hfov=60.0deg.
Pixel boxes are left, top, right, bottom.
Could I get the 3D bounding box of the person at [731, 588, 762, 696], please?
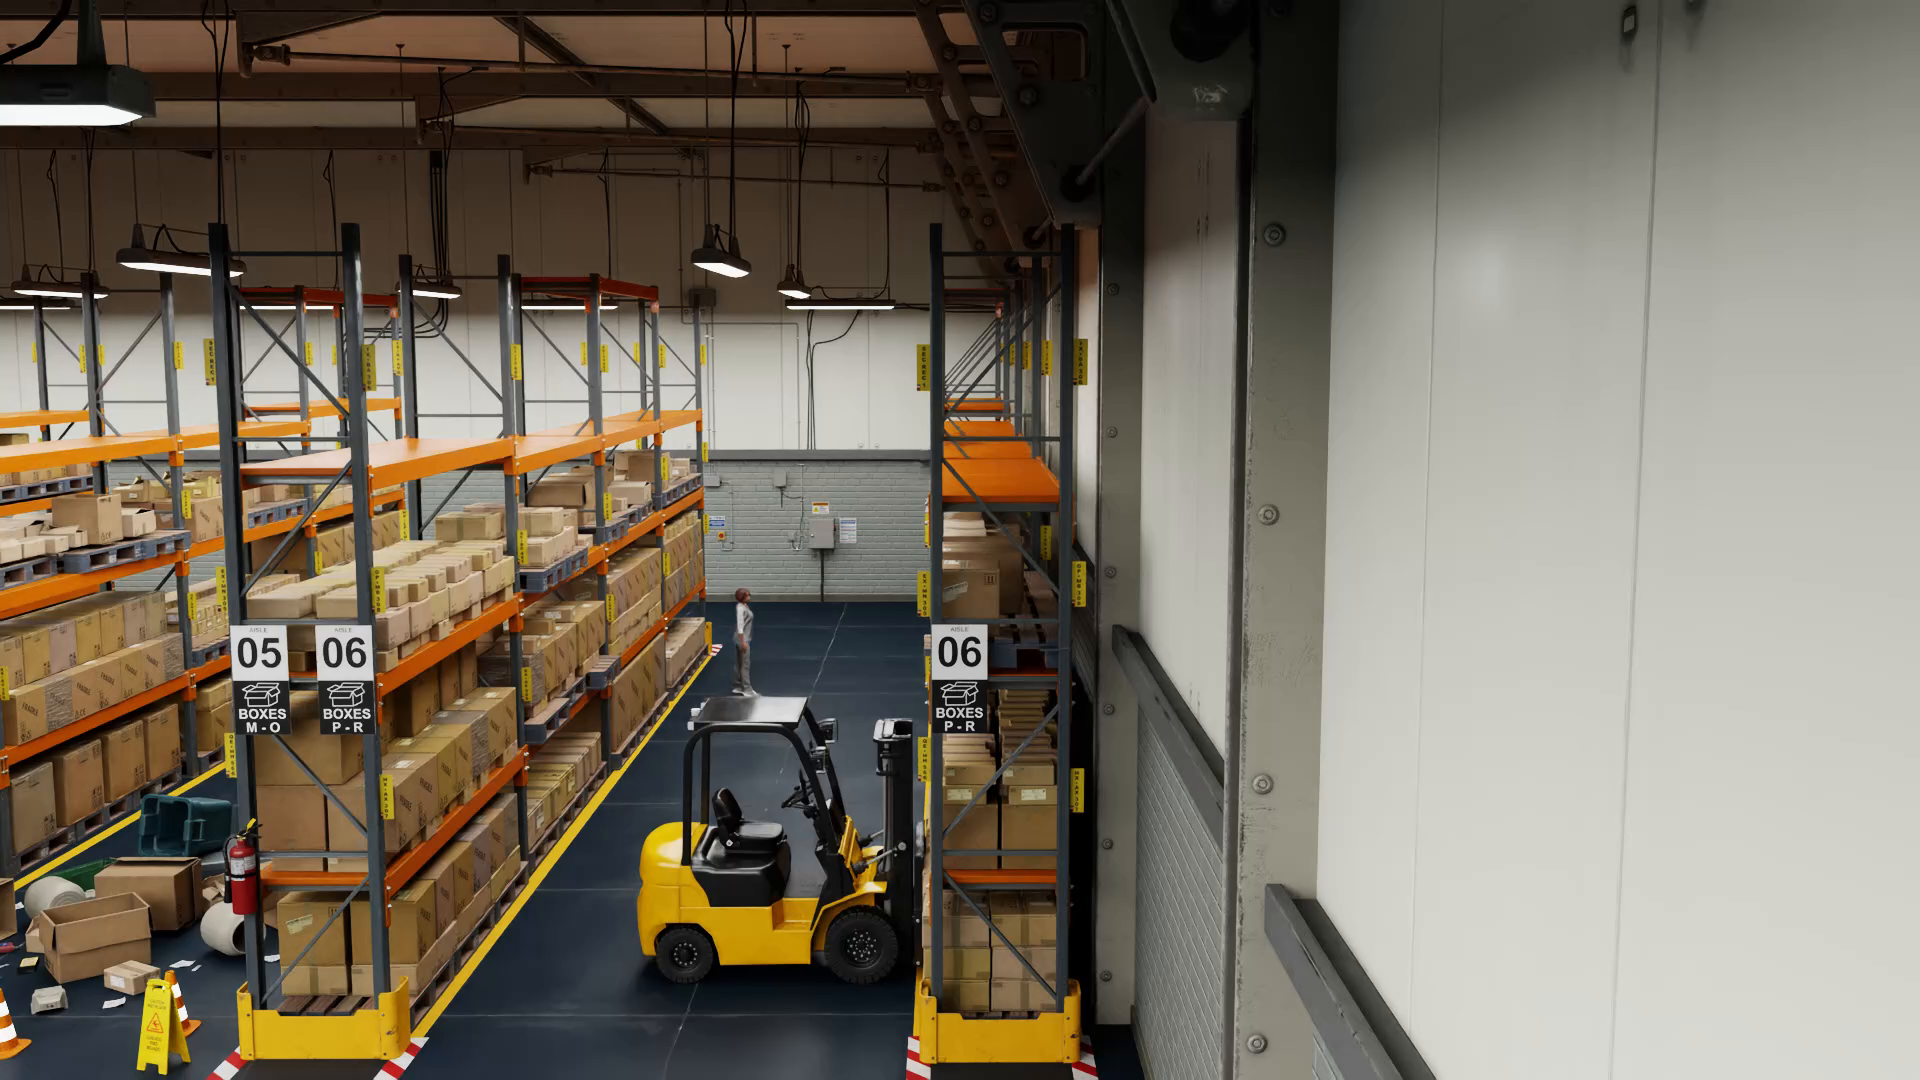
[{"bbox_3d":[-3.170,1.558,24.619,0.464,1.515,0.452,0,7,-3],"label":"person"}]
